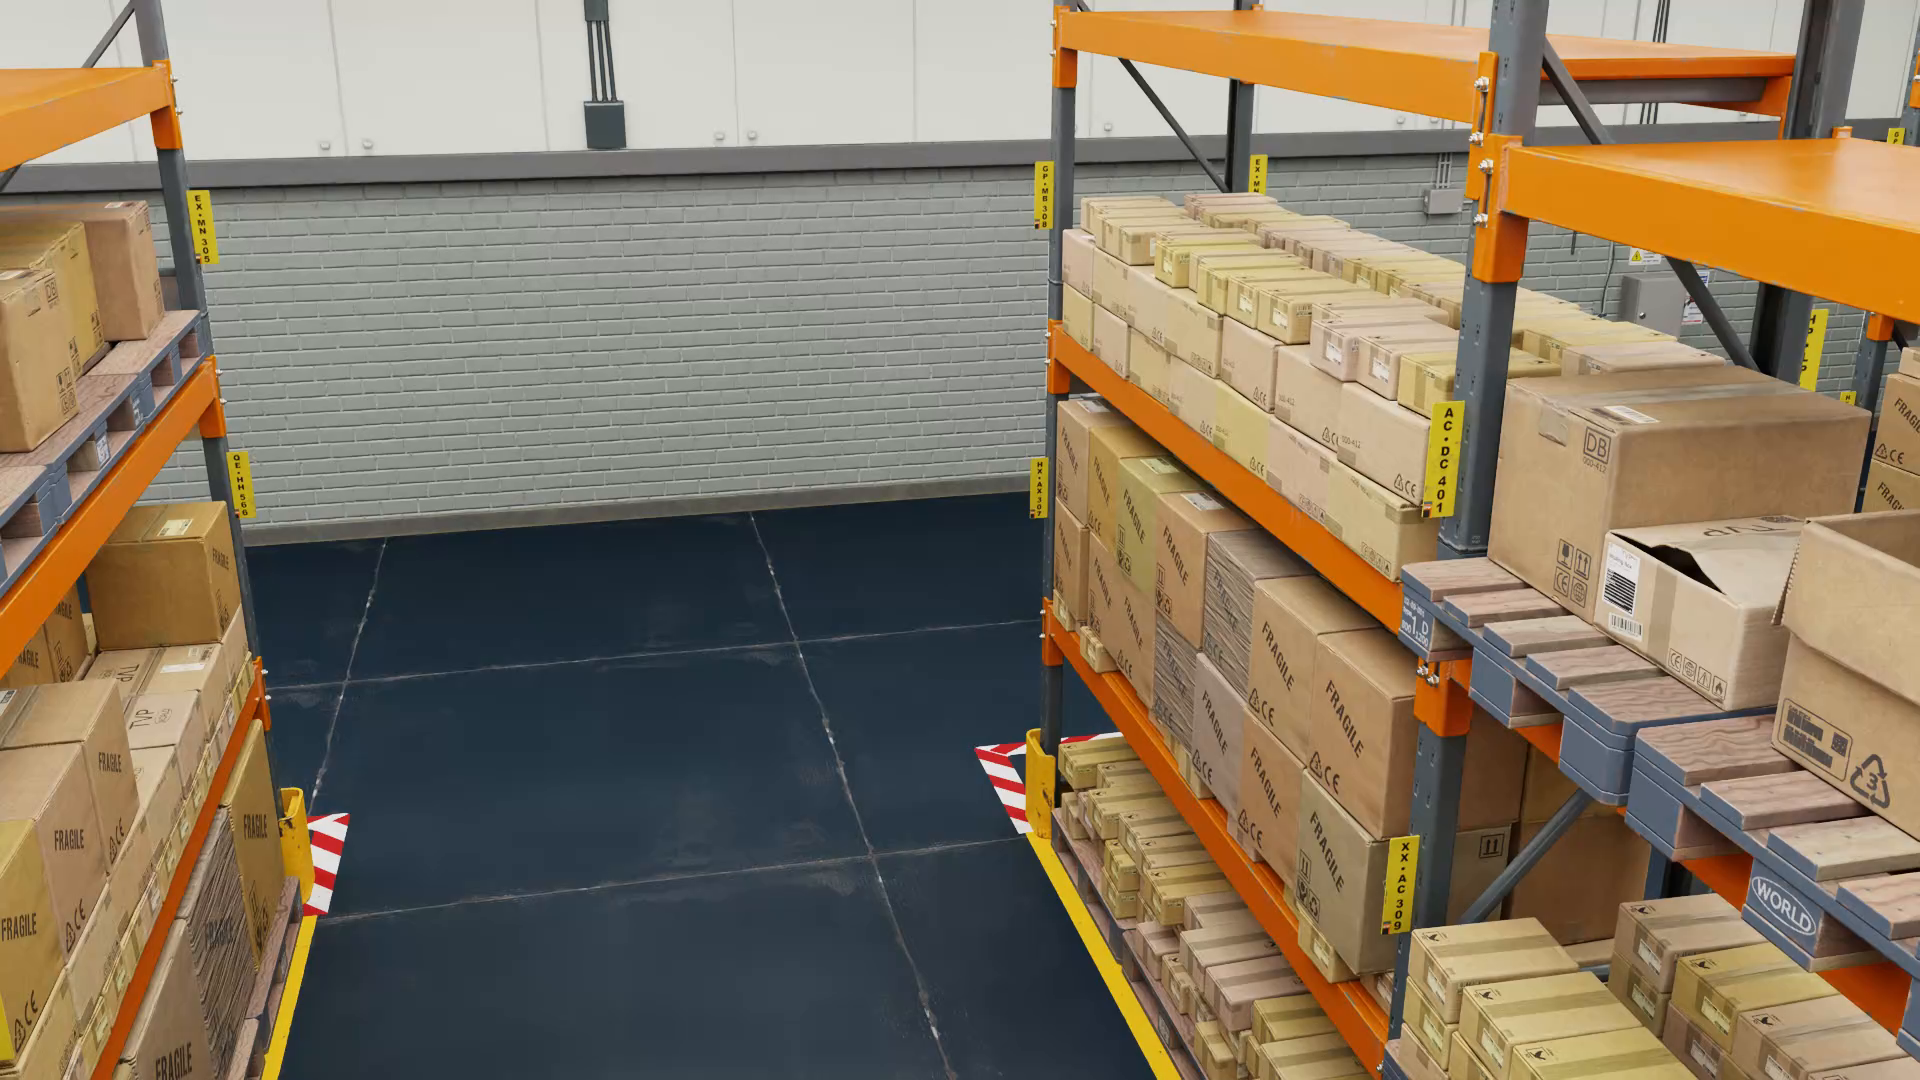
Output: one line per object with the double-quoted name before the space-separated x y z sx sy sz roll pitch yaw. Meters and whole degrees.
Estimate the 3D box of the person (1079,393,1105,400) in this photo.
"person" 0.866 -0.204 11.635 0.439 1.747 0.585 -5 20 -13
